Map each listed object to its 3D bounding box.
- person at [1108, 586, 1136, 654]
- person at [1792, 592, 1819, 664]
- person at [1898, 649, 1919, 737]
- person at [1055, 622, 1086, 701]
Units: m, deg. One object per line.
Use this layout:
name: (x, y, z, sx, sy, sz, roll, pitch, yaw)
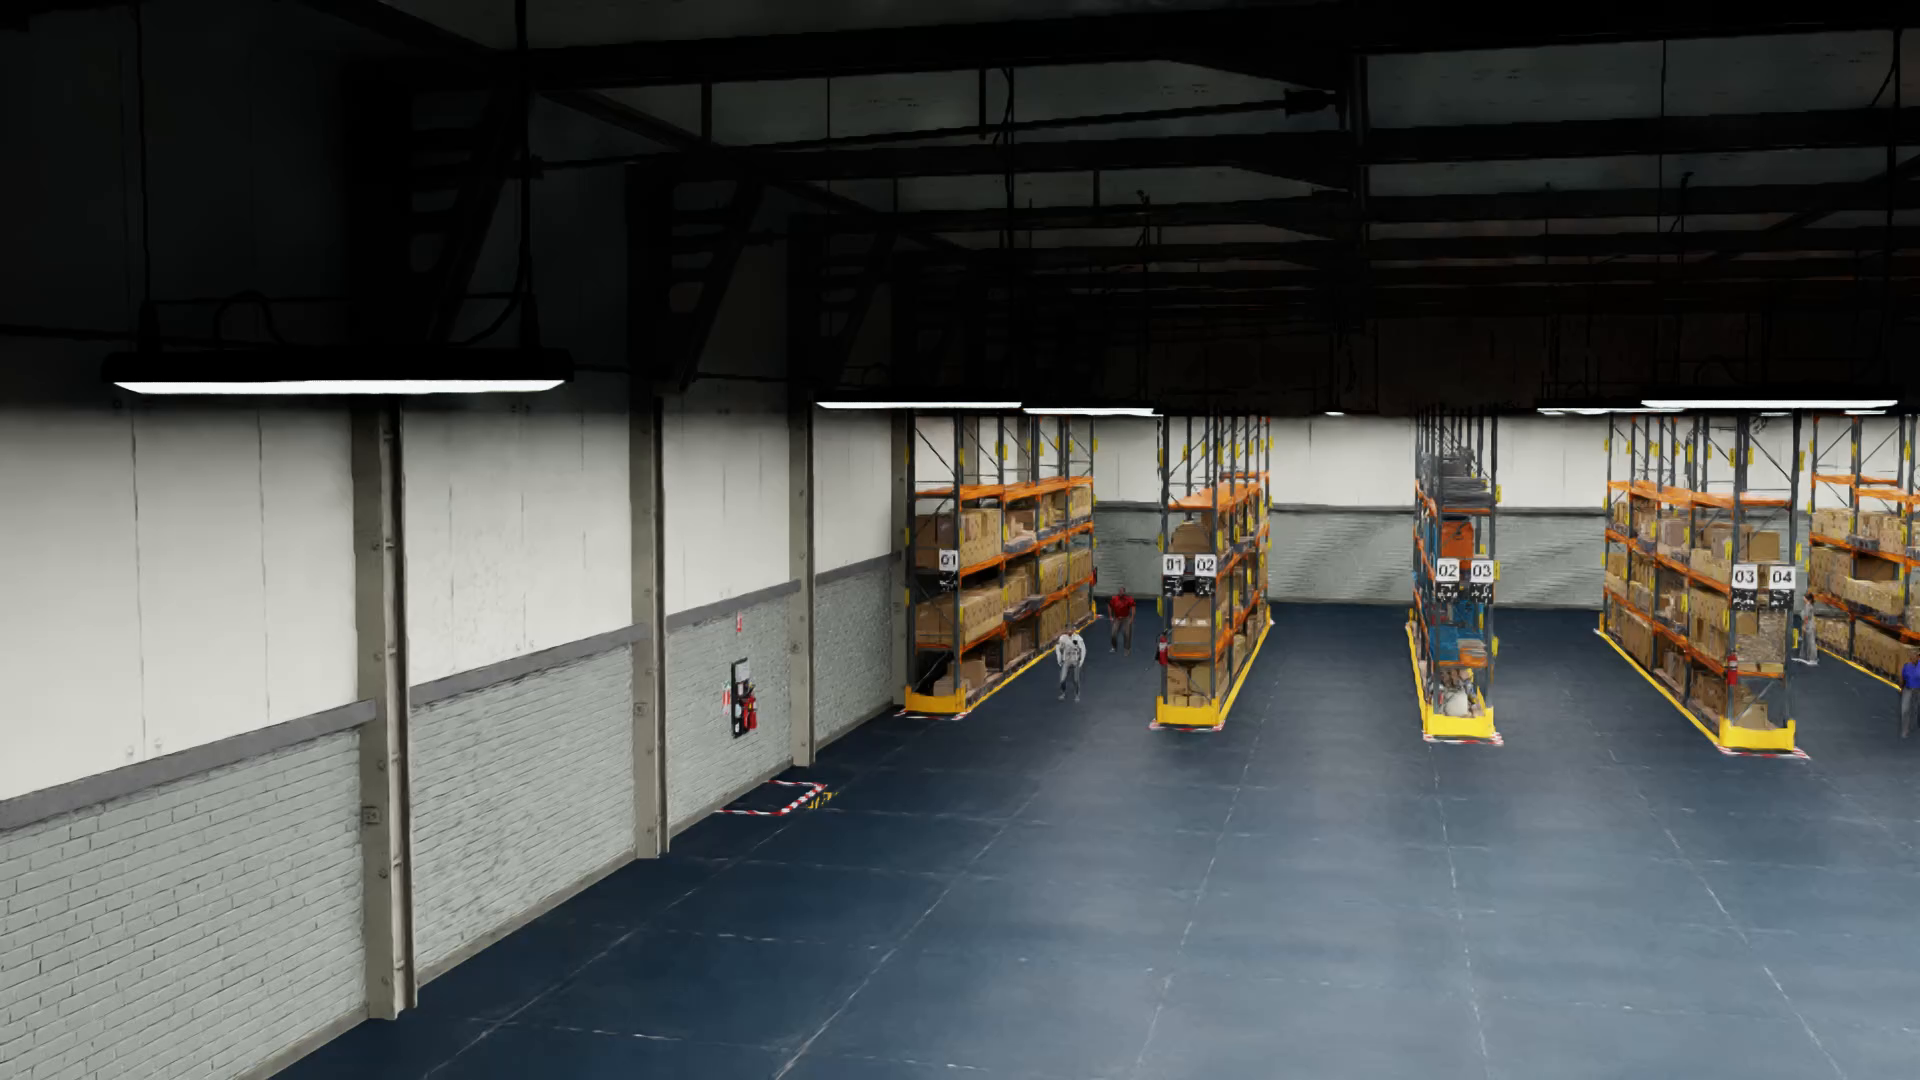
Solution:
person: (3.931, 1.948, 40.433, 0.682, 1.676, 0.529, 1, 4, 12)
person: (19.789, 2.044, 38.865, 0.583, 1.665, 0.564, 3, 5, 33)
person: (17.200, 2.750, 29.930, 0.505, 1.578, 0.933, 3, 5, 35)
person: (2.250, 2.456, 33.778, 0.639, 1.632, 0.512, 1, 4, 13)
